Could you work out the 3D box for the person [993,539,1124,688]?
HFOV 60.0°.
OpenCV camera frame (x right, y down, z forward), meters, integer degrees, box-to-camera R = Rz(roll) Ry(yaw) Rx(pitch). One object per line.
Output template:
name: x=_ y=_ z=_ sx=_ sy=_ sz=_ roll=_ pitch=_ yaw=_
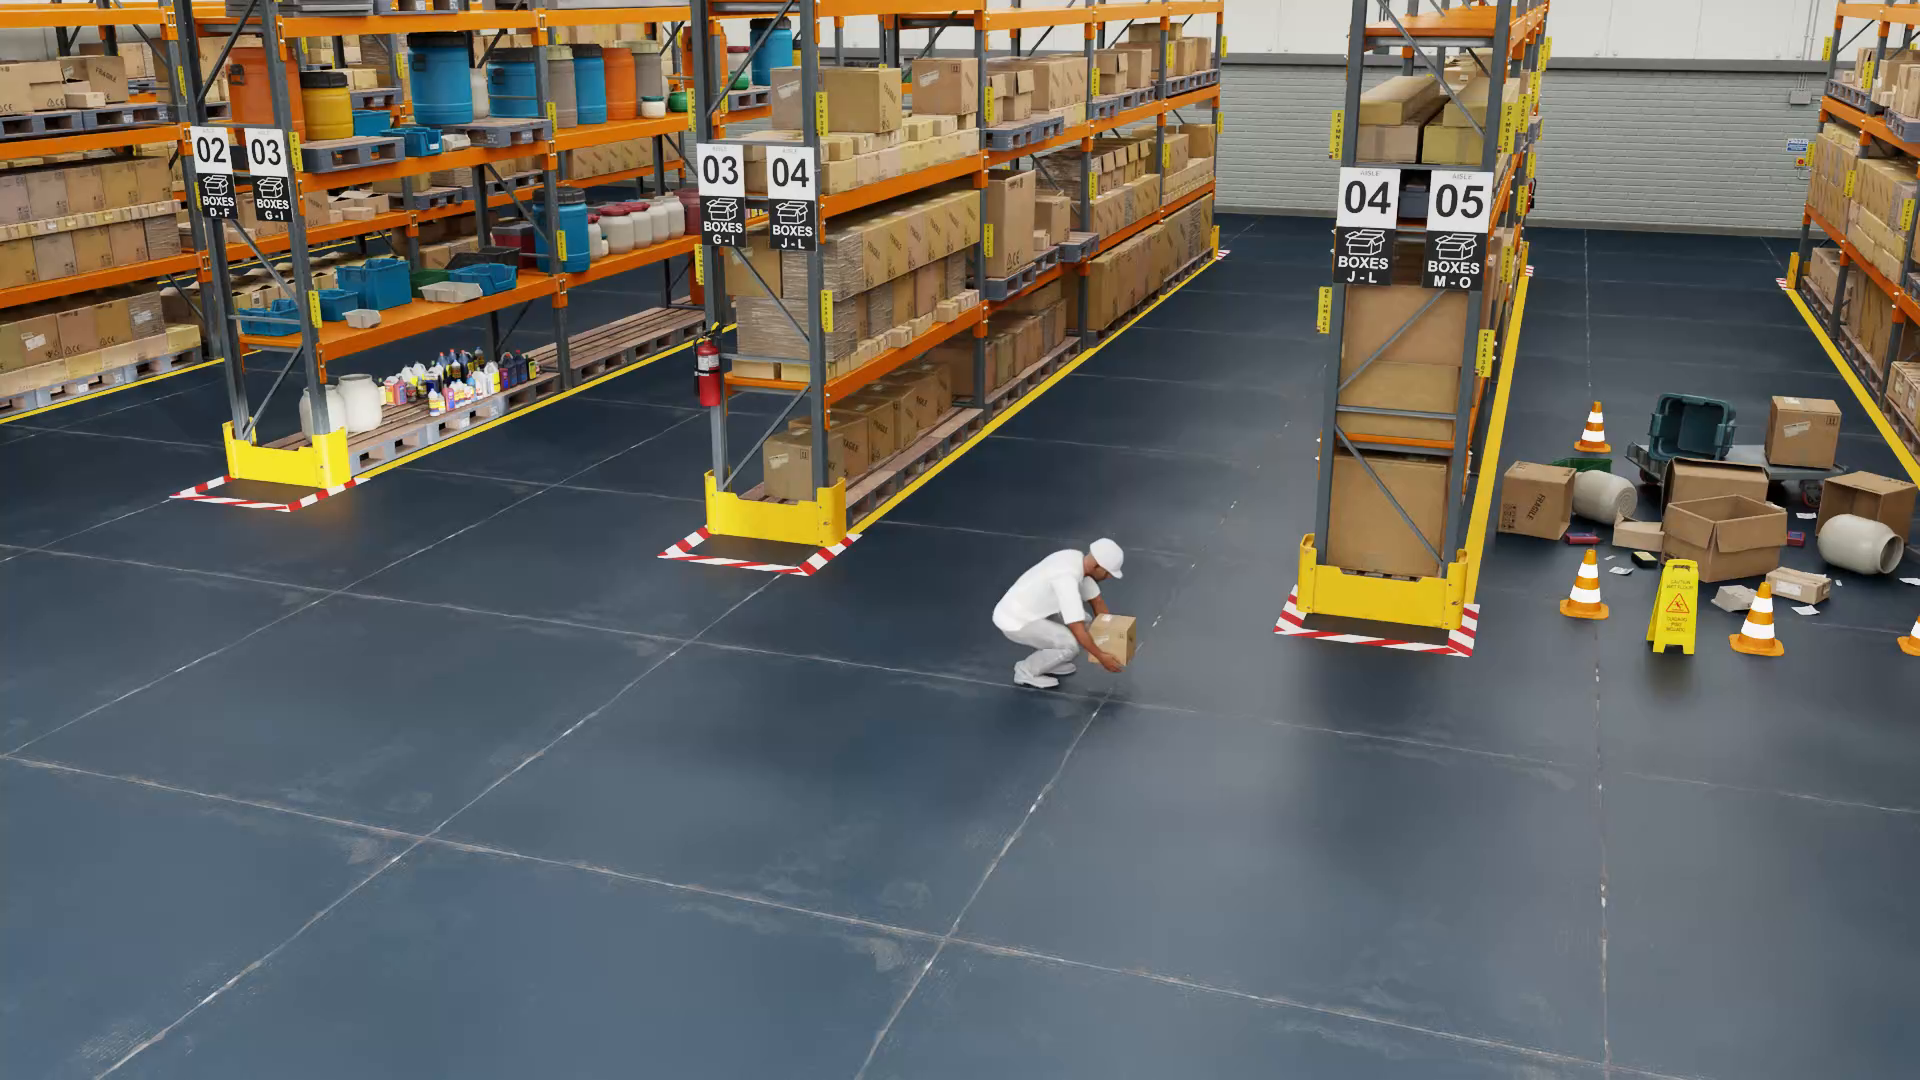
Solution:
person: x=0.680 y=0.450 z=10.905 sx=0.888 sy=0.997 sz=0.586 roll=6 pitch=20 yaw=18
